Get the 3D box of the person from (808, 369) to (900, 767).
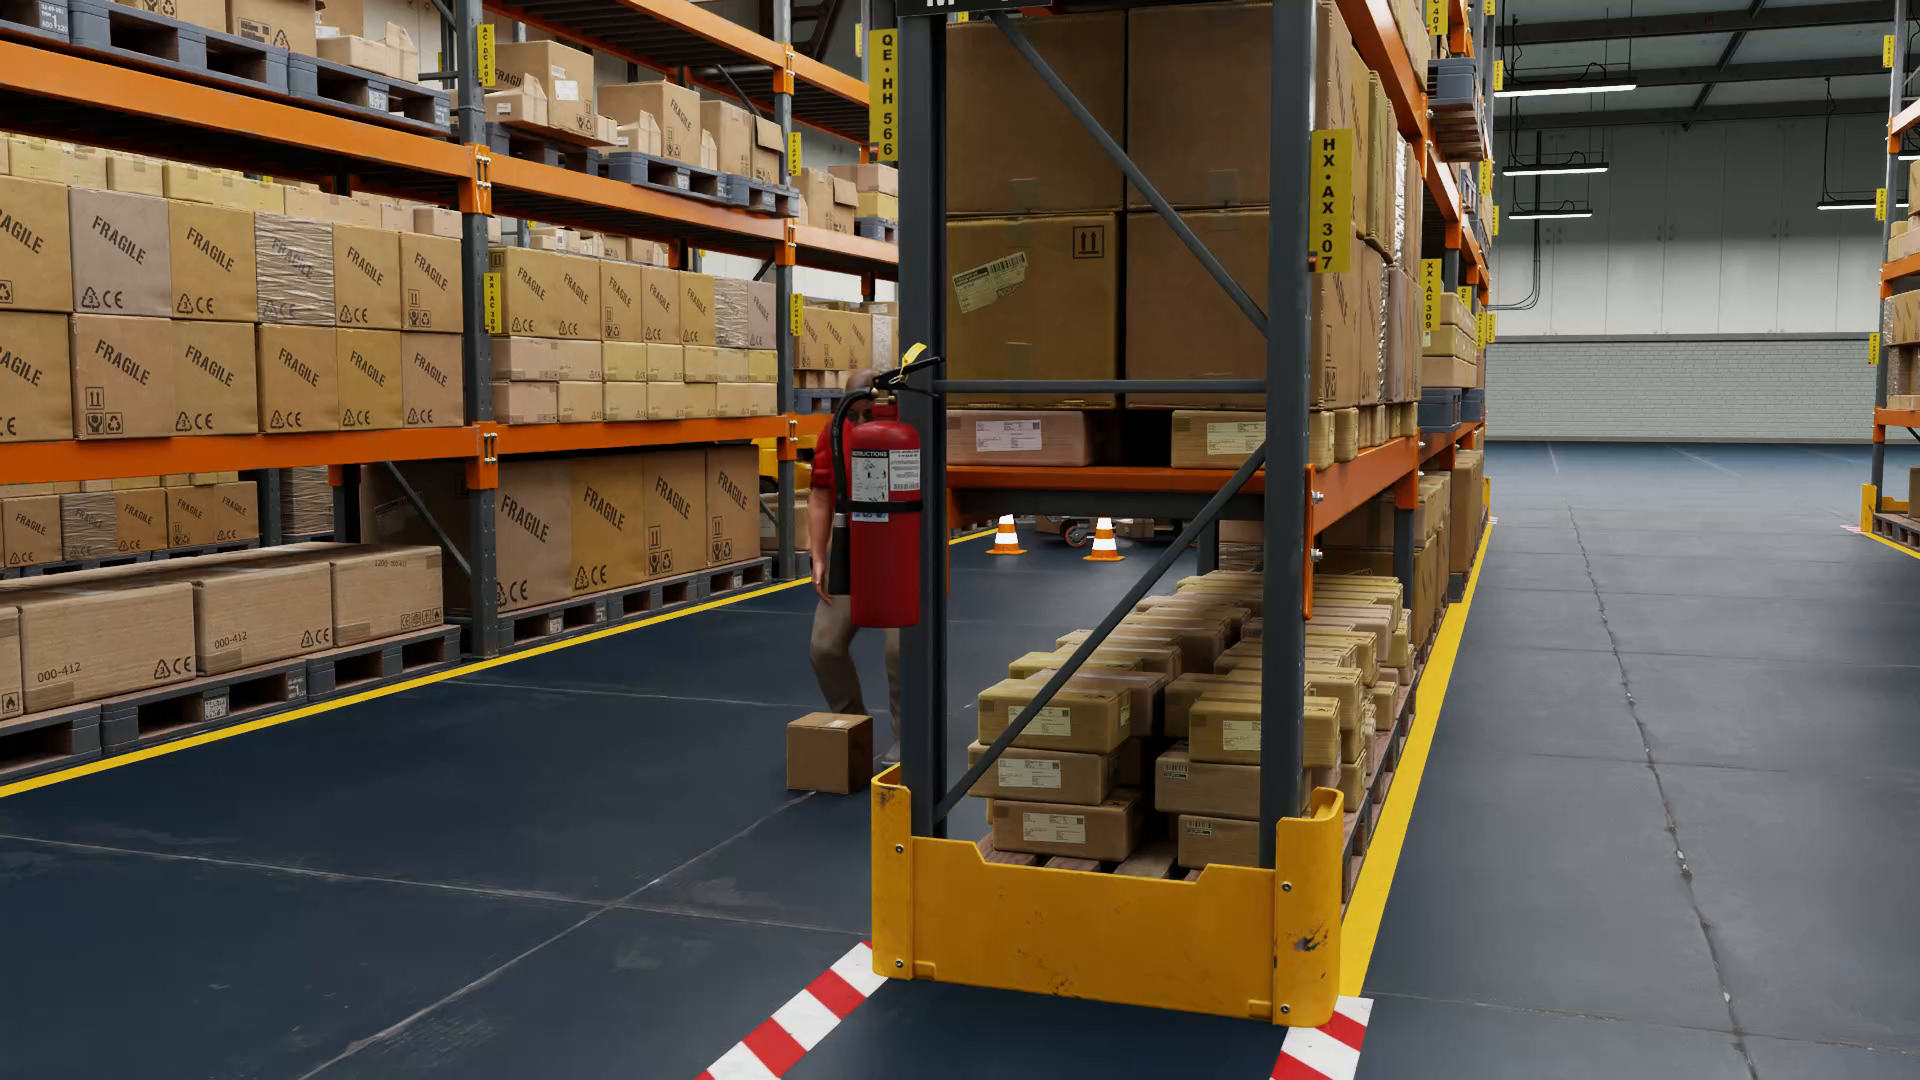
[{"bbox_3d":[-0.320,0.110,6.719,0.578,1.588,0.550,2,5,19],"label":"person"}]
